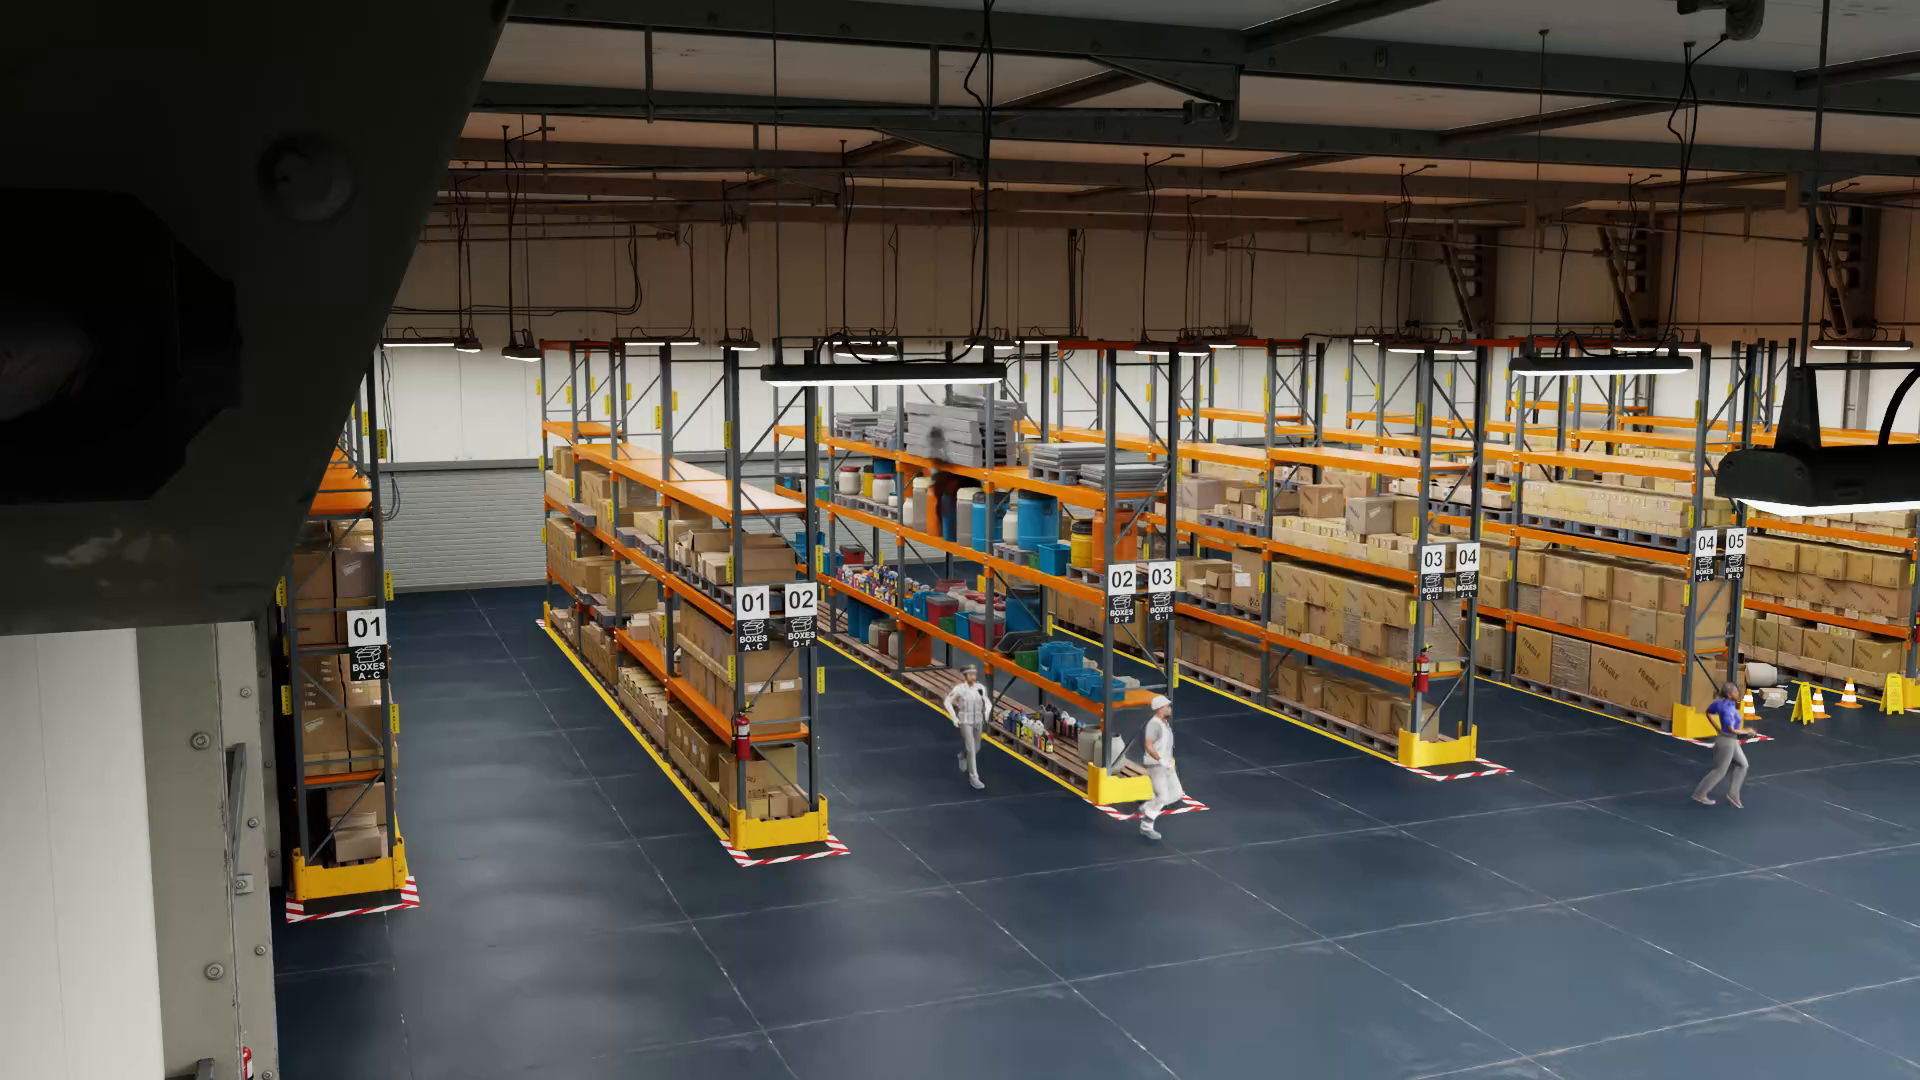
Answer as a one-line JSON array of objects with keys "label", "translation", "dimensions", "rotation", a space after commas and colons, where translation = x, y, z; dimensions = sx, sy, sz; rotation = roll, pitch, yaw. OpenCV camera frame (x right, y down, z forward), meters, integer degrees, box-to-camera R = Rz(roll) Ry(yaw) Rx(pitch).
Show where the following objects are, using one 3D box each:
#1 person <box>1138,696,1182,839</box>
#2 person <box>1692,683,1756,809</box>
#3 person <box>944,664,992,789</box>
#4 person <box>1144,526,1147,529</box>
[{"label": "person", "translation": [2.507, 2.801, 20.705], "dimensions": [0.538, 1.730, 0.716], "rotation": [3, 8, 24]}, {"label": "person", "translation": [10.005, 2.708, 21.762], "dimensions": [0.726, 1.705, 0.576], "rotation": [3, 8, 20]}, {"label": "person", "translation": [0.126, 2.519, 22.918], "dimensions": [0.642, 1.671, 0.857], "rotation": [-4, 8, -25]}, {"label": "person", "translation": [4.405, 0.474, 38.748], "dimensions": [0.617, 1.704, 0.663], "rotation": [-2, 8, -15]}]
